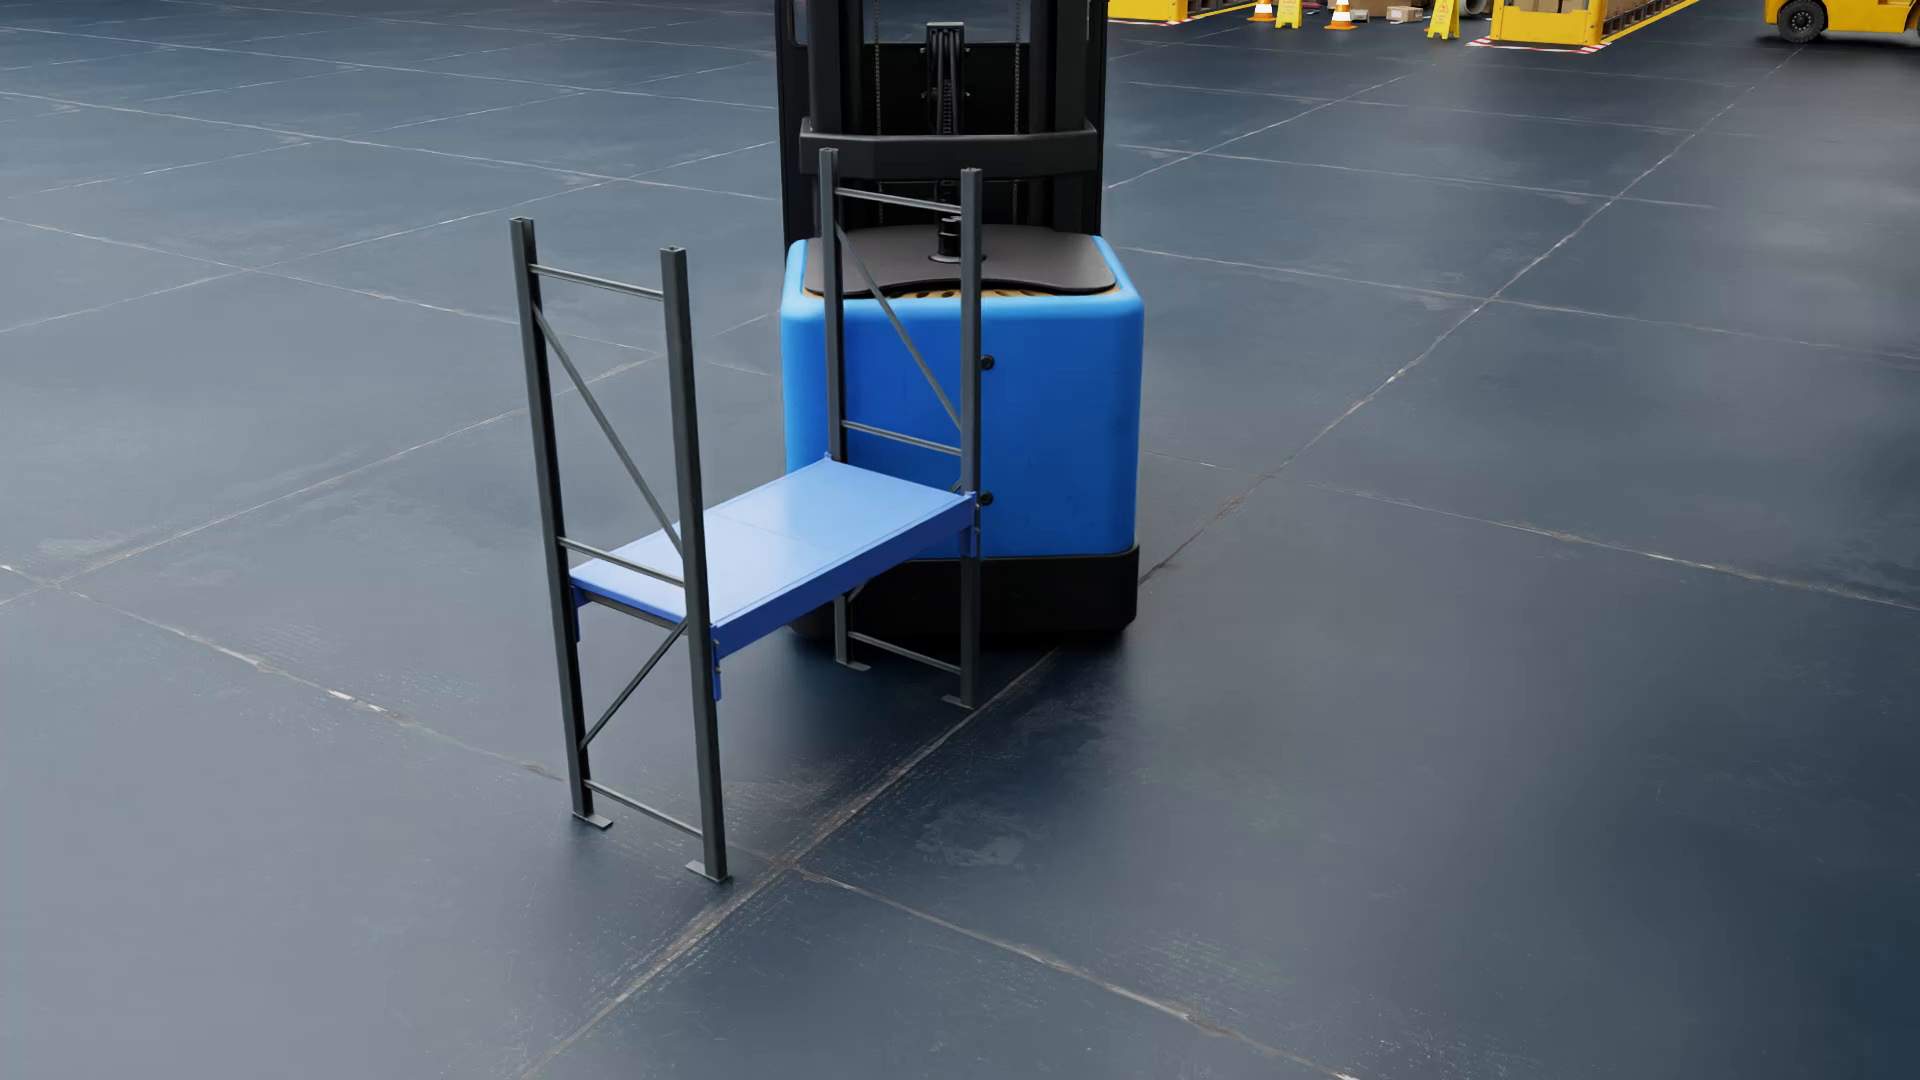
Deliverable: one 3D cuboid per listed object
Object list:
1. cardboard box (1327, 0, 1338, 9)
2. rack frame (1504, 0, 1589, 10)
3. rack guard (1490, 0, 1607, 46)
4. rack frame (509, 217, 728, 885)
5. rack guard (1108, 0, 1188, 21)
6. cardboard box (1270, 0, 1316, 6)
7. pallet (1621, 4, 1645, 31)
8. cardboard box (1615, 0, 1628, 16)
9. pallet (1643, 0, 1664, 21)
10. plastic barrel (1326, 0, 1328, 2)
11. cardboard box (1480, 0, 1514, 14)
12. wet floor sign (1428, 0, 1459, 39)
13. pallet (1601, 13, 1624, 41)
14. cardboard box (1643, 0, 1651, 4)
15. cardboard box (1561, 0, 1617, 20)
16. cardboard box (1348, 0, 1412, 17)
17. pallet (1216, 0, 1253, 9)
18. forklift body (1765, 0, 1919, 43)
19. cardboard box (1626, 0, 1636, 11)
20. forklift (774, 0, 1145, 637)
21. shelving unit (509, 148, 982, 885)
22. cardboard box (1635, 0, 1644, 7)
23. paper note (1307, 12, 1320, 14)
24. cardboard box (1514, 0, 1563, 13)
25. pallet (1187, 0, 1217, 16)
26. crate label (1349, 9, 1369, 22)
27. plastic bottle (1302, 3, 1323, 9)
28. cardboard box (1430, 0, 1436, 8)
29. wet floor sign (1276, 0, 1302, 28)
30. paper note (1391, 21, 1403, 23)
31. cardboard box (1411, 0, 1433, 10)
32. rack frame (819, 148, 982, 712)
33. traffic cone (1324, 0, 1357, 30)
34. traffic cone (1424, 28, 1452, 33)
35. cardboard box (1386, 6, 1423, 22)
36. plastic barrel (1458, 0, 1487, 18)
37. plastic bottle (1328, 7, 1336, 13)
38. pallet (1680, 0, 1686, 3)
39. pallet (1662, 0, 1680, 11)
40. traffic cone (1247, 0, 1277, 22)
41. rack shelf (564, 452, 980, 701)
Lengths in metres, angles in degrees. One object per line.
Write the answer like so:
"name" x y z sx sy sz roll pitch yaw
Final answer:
"cardboard box" 5.058 -7.109 21.837 0.396 0.266 0.258 20 30 38
"rack frame" 6.548 -6.976 18.089 1.000 3.000 0.127 14 27 29
"rack guard" 6.588 -5.855 18.645 1.175 0.500 0.348 14 27 29
"rack frame" -0.757 0.054 3.737 0.500 1.500 0.032 16 28 33
"rack guard" 2.277 -6.824 20.885 1.175 0.500 0.348 14 27 29
"cardboard box" 4.453 -7.445 22.314 0.500 0.500 0.500 20 30 38
"pallet" 7.691 -6.399 20.266 1.003 0.211 1.213 14 27 29
"cardboard box" 7.484 -6.292 19.442 0.500 0.250 0.500 15 28 31
"pallet" 8.334 -6.813 21.221 1.003 0.211 1.213 14 27 29
"plastic barrel" 5.104 -7.443 22.410 0.421 0.421 0.512 -7 24 -17
"cardboard box" 6.937 -7.104 21.527 0.500 0.500 0.500 -7 24 -17
"wet floor sign" 5.539 -6.056 18.927 0.232 0.644 0.267 -17 29 -35
"pallet" 7.047 -5.989 19.319 1.003 0.211 1.213 14 27 29
"cardboard box" 8.302 -6.820 20.660 0.500 0.250 0.500 13 27 28
"cardboard box" 7.209 -6.122 19.047 0.500 0.250 0.500 14 27 29
"cardboard box" 5.324 -6.954 21.180 0.797 0.503 0.637 -3 24 -7
"pallet" 3.289 -7.396 22.569 1.003 0.211 1.213 14 27 29
"forklift body" 10.218 -6.570 18.220 2.313 2.155 1.214 14 27 29
"cardboard box" 7.762 -6.479 19.873 0.500 0.250 0.500 16 28 32
"forklift" -0.077 -1.602 5.762 1.130 2.935 3.031 -1 23 -3
"shelving unit" -0.456 -0.109 4.113 0.538 1.500 1.048 16 28 33
"cardboard box" 8.030 -6.649 20.266 0.500 0.250 0.500 14 27 30
"paper note" 4.537 -6.776 21.365 0.142 0.017 0.144 -17 29 -35
"cardboard box" 6.759 -6.245 19.331 0.500 0.250 0.500 14 27 29
"pallet" 2.645 -6.986 21.622 1.003 0.211 1.213 14 27 29
"crate label" 4.919 -6.474 20.533 0.250 0.136 0.298 1 23 2
"plastic bottle" 4.659 -7.075 22.017 0.283 0.061 0.133 5 24 11
"cardboard box" 6.405 -7.247 22.155 0.258 0.266 0.396 -3 24 -7
"wet floor sign" 3.957 -6.474 19.894 0.267 0.644 0.232 9 25 20
"paper note" 5.356 -6.350 20.380 0.148 0.019 0.142 5 24 11
"cardboard box" 5.810 -7.334 21.886 0.797 0.637 0.503 14 27 29
"rack frame" -0.156 -0.272 4.490 0.500 1.500 0.032 16 28 33
"traffic cone" 4.557 -6.345 19.825 0.336 0.463 0.334 14 27 29
"traffic cone" 5.679 -6.228 19.553 0.336 0.463 0.334 14 27 29
"cardboard box" 5.523 -6.533 20.655 0.250 0.149 0.380 -12 26 -26
"plastic barrel" 6.352 -6.808 20.944 0.421 0.421 0.512 -7 24 -17
"plastic bottle" 4.839 -6.860 21.519 0.133 0.061 0.283 5 24 11
"pallet" 9.710 -7.723 23.325 1.003 0.211 1.213 14 27 29
"pallet" 9.068 -7.310 22.370 1.003 0.211 1.213 14 27 29
"traffic cone" 3.776 -6.697 20.637 0.336 0.463 0.334 14 27 29
"rack shelf" -0.456 0.056 4.185 0.538 0.185 1.000 16 28 33
